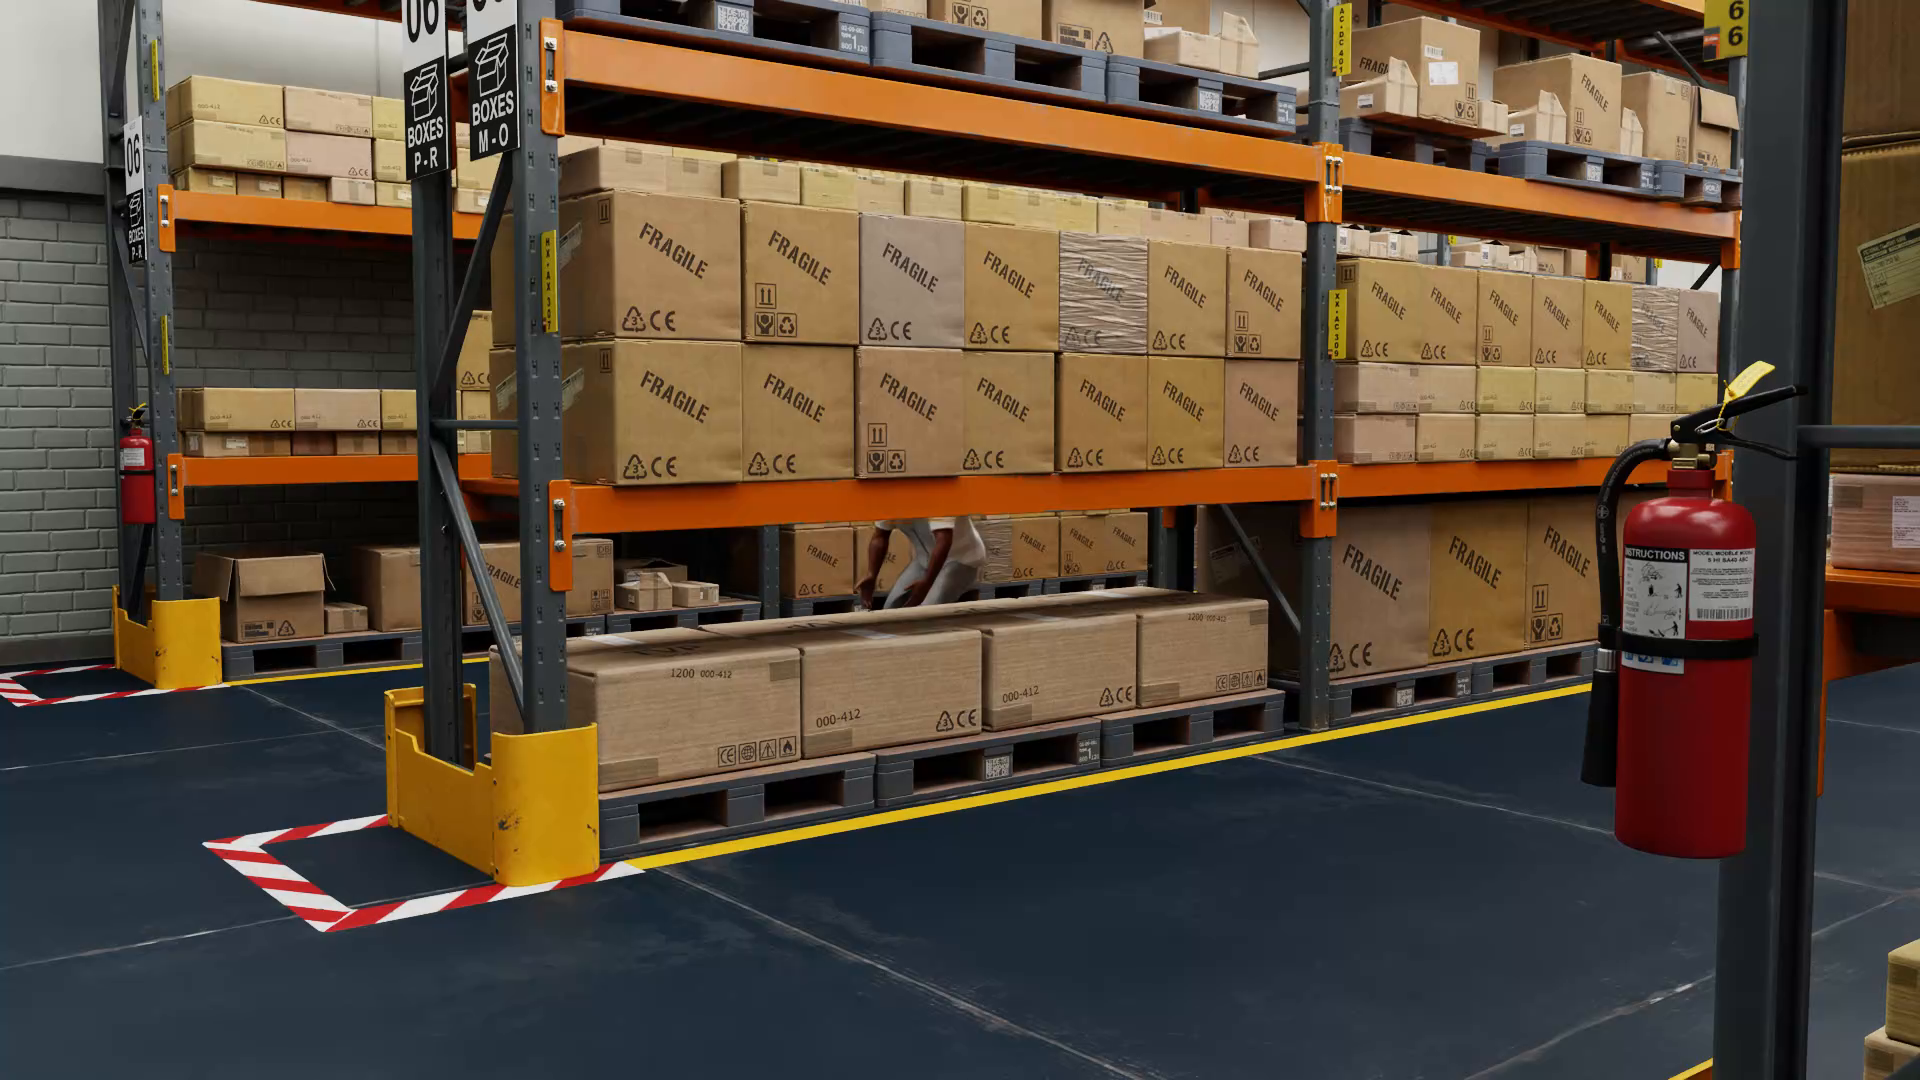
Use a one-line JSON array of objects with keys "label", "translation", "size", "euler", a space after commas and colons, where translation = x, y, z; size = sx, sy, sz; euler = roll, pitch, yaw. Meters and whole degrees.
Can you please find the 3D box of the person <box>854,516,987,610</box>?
[{"label": "person", "translation": [-0.196, 0.152, 9.049], "size": [0.747, 1.432, 0.631], "euler": [-3, 5, -39]}]
